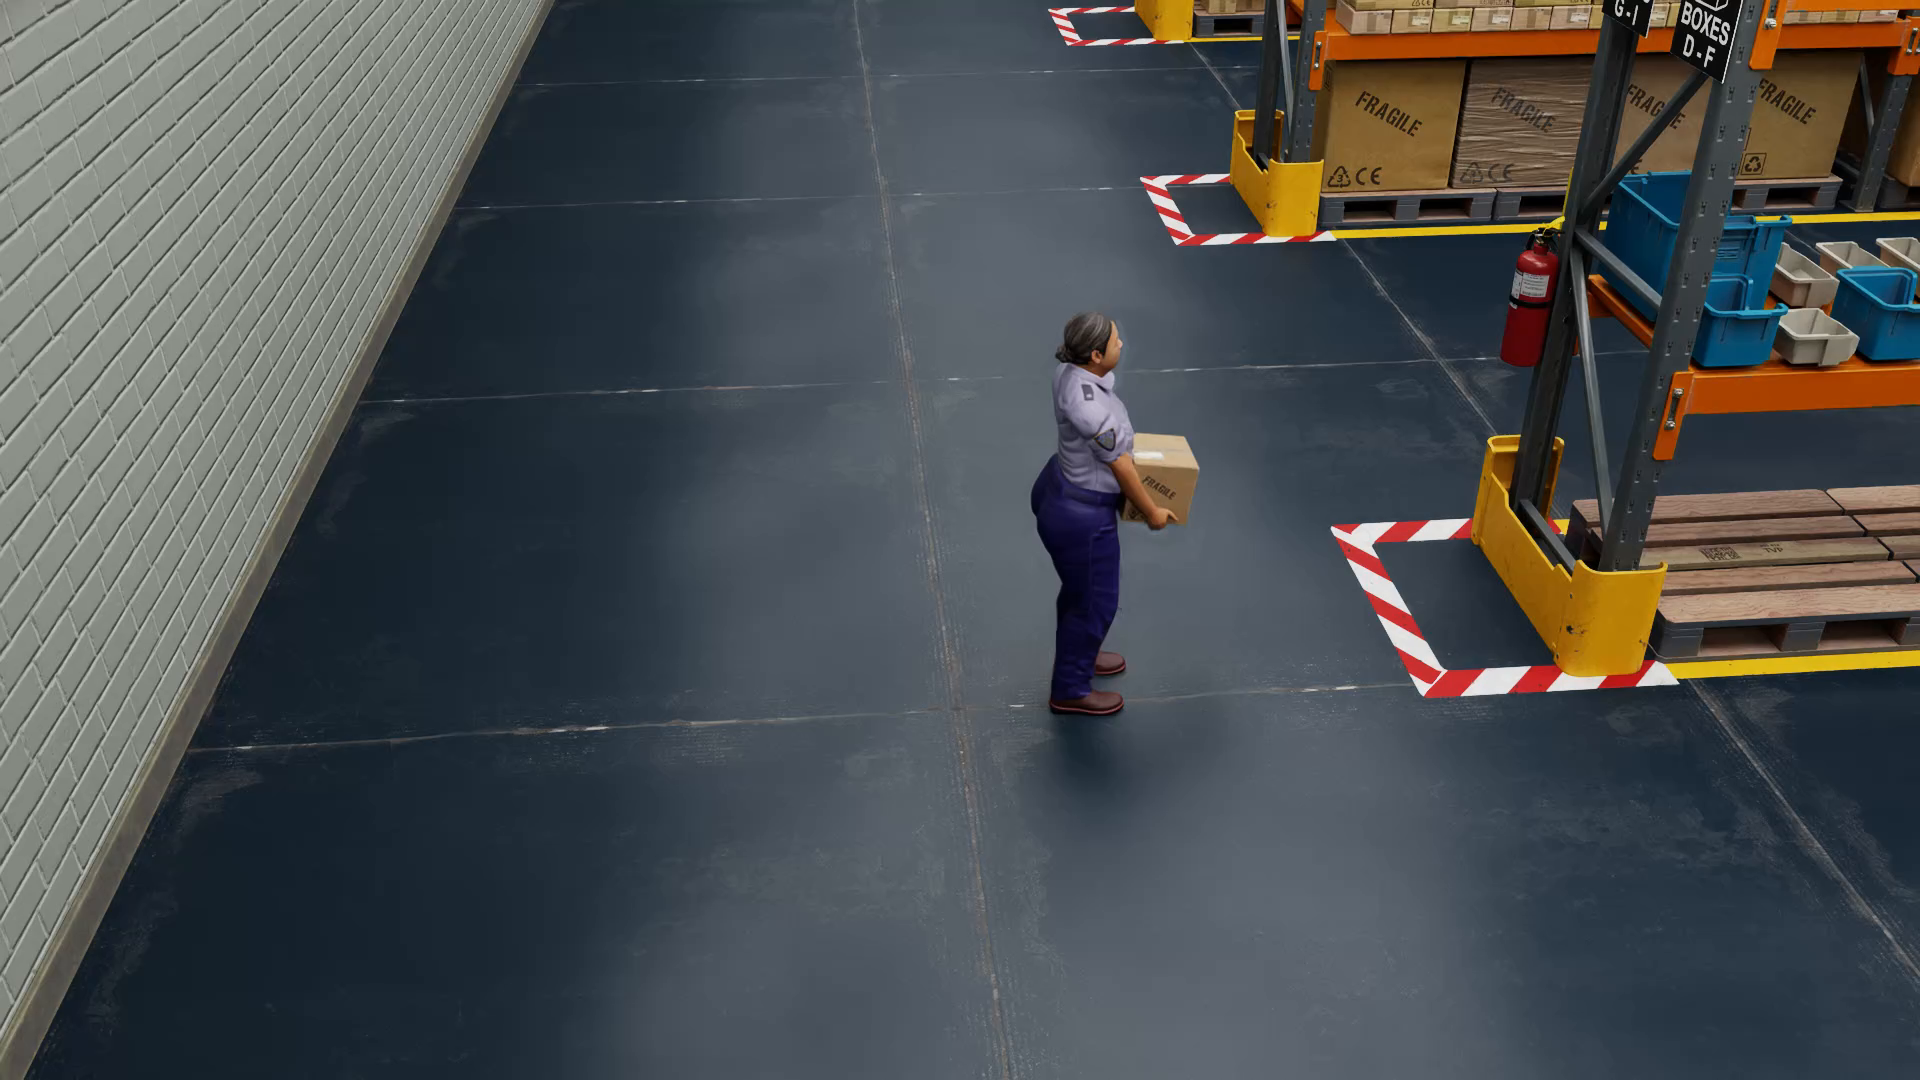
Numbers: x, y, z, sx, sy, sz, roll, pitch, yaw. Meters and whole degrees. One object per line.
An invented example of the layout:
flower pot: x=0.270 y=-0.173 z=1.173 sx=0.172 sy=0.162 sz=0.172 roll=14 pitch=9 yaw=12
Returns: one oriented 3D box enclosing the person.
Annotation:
person: x=0.540 y=-0.111 z=6.341 sx=0.528 sy=1.647 sz=0.435 roll=-3 pitch=31 yaw=-5
